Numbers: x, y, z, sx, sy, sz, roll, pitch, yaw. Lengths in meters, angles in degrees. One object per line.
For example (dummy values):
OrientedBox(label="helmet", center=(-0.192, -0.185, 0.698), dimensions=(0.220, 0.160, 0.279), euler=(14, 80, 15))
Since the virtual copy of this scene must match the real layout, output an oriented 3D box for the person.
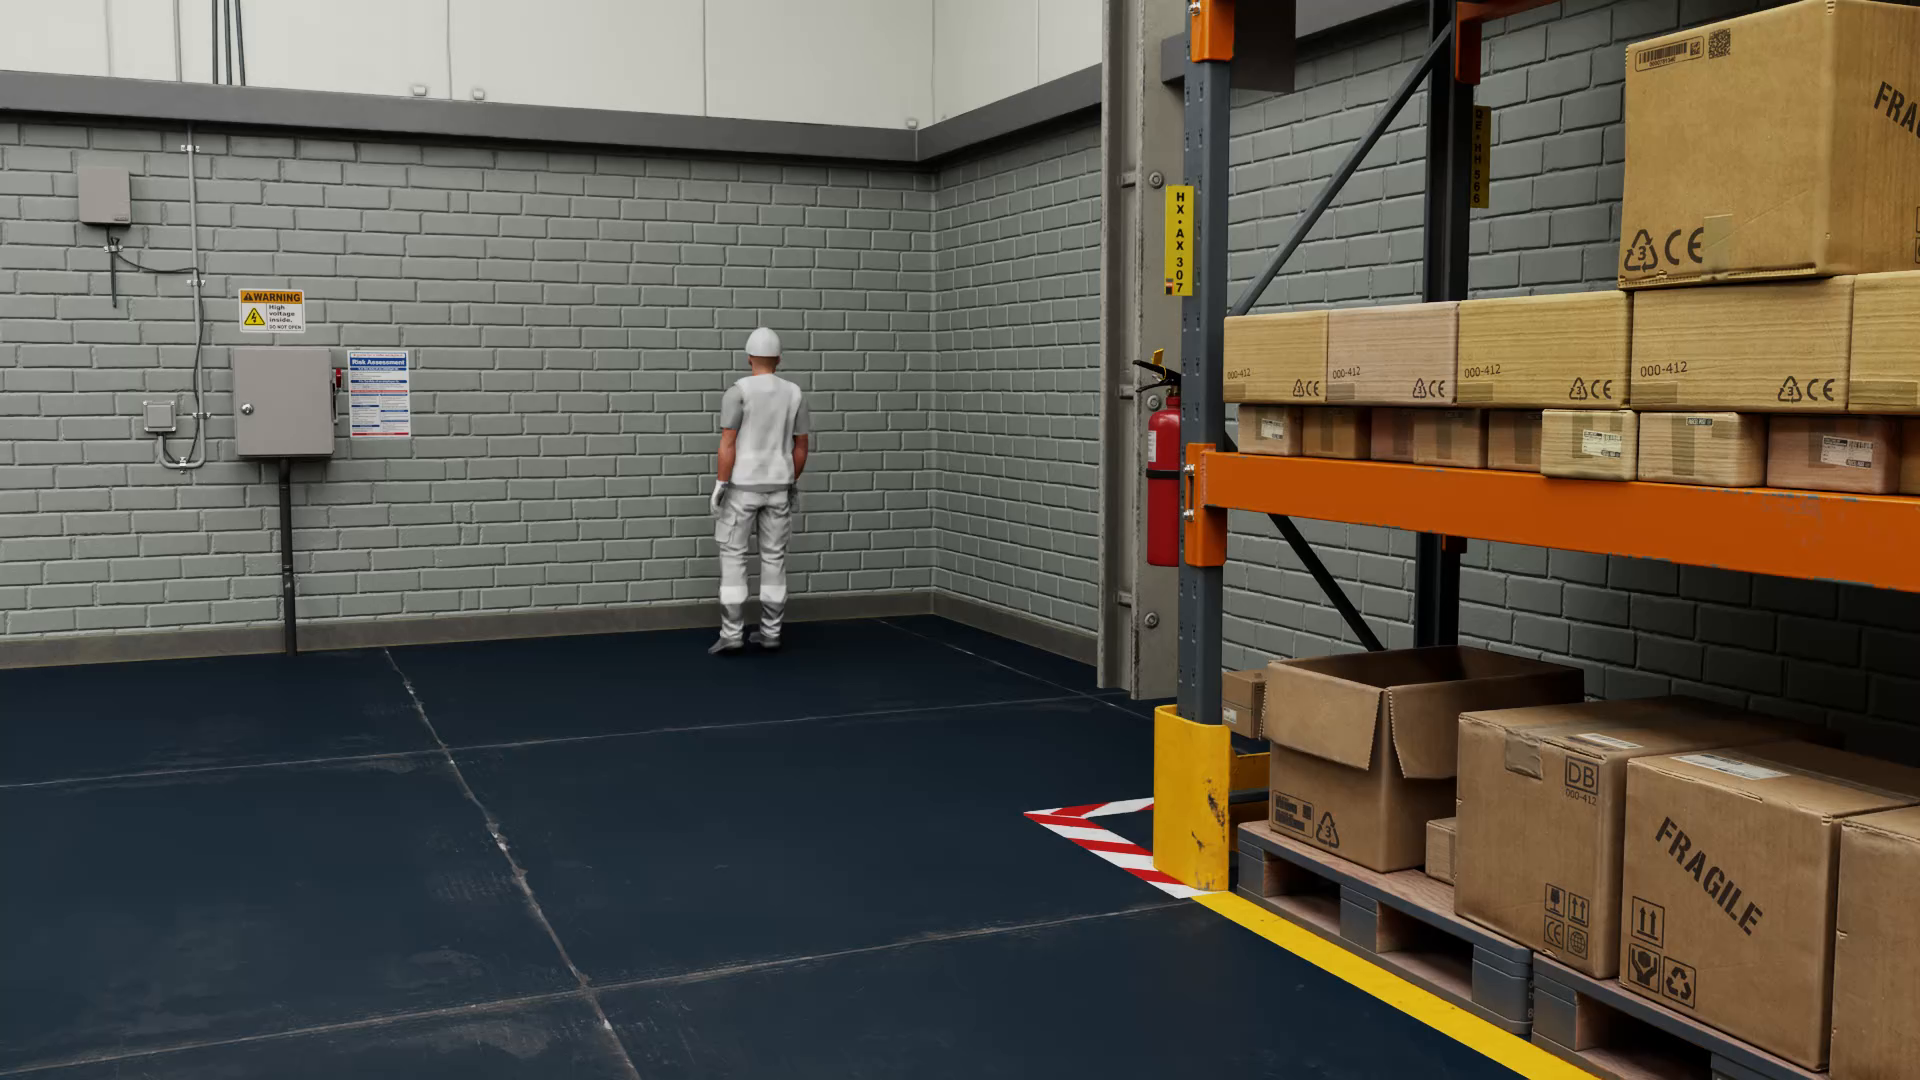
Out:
OrientedBox(label="person", center=(-1.145, -0.238, 9.313), dimensions=(0.591, 1.796, 0.446), euler=(-3, 6, -30))
